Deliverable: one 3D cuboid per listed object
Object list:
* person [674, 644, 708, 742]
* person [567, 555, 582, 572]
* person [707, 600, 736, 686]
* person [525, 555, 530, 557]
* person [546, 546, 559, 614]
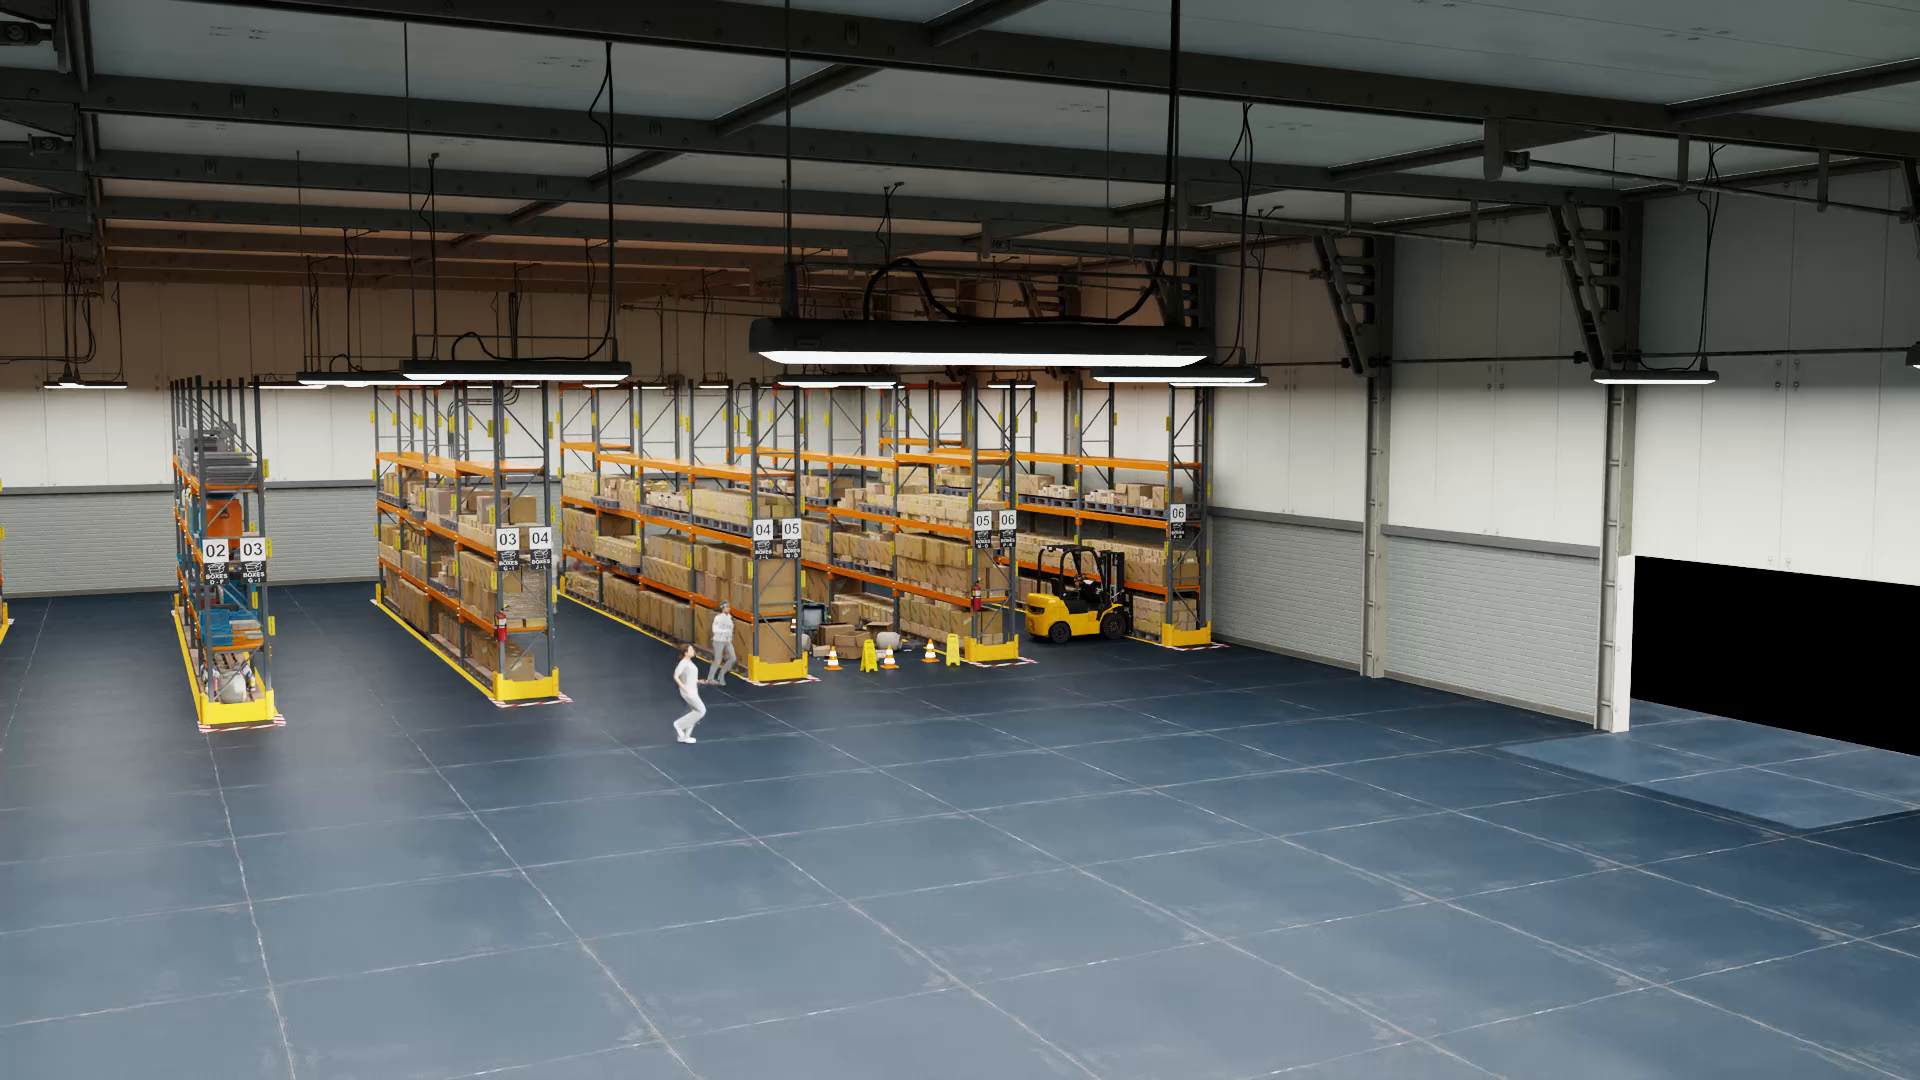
[{"bbox_3d":[-4.392,2.498,27.153,0.553,1.630,0.557,0,5,1],"label":"person"},{"bbox_3d":[-11.227,0.583,48.759,0.547,1.628,0.599,-2,6,-23],"label":"person"},{"bbox_3d":[-4.589,2.010,32.472,0.652,1.694,0.618,4,6,36],"label":"person"},{"bbox_3d":[-11.980,0.798,45.741,0.722,1.731,0.594,-1,5,-10],"label":"person"},{"bbox_3d":[-10.680,1.004,43.159,0.635,1.814,0.841,-2,6,-24],"label":"person"}]
